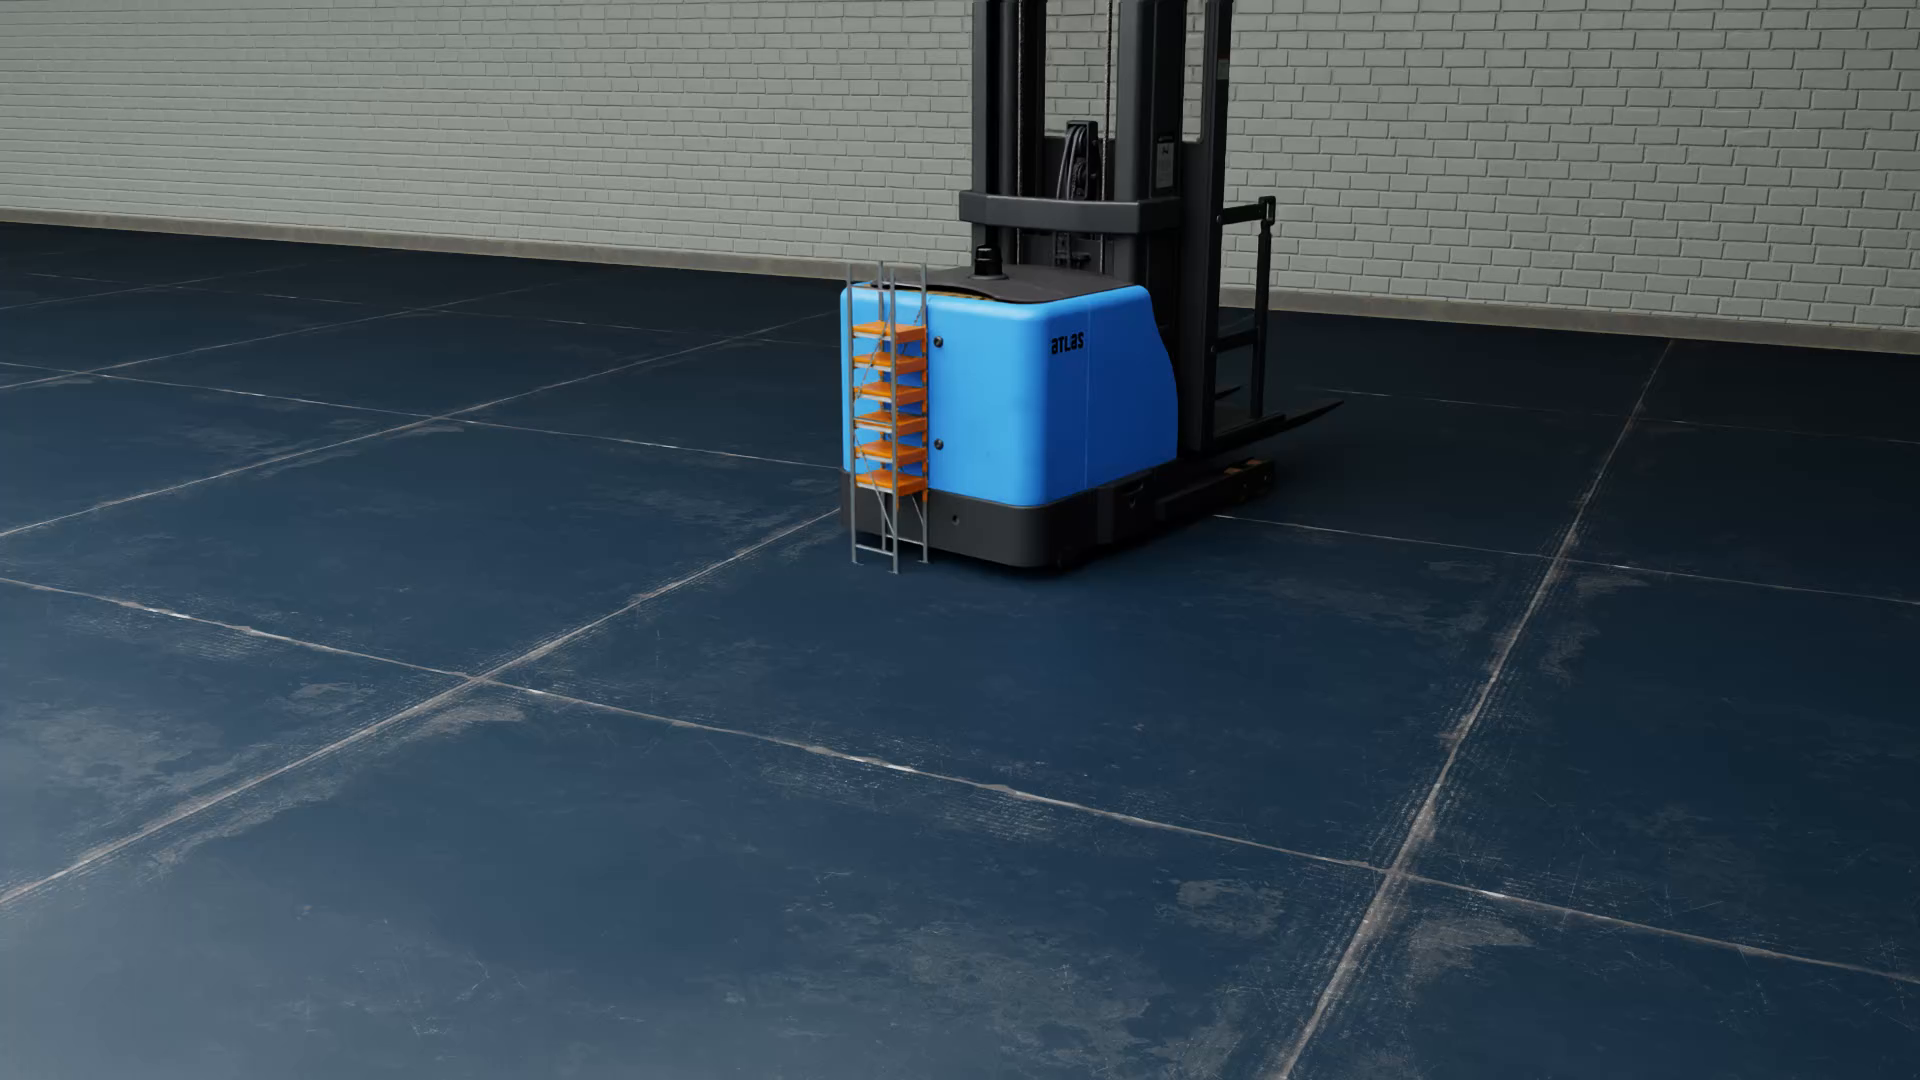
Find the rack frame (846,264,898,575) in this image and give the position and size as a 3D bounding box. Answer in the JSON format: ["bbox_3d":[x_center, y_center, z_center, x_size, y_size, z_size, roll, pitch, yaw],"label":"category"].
[{"bbox_3d":[-0.339,-0.458,6.458,0.240,1.200,0.006,13,21,37],"label":"rack frame"}]

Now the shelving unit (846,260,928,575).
[{"bbox_3d":[-0.282,-0.478,6.527,0.258,1.200,0.189,13,21,37],"label":"shelving unit"}]

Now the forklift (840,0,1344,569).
[{"bbox_3d":[0.809,-1.648,7.424,1.130,2.935,3.031,13,21,37],"label":"forklift"}]

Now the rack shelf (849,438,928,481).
[{"bbox_3d":[-0.282,-0.321,6.574,0.258,0.103,0.180,13,21,37],"label":"rack shelf"}]

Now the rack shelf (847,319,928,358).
[{"bbox_3d":[-0.282,-0.781,6.437,0.258,0.103,0.180,13,21,37],"label":"rack shelf"}]

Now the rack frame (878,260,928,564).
[{"bbox_3d":[-0.225,-0.499,6.596,0.240,1.200,0.006,13,21,37],"label":"rack frame"}]

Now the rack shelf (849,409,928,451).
[{"bbox_3d":[-0.282,-0.436,6.540,0.258,0.103,0.180,13,21,37],"label":"rack shelf"}]

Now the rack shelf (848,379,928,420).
[{"bbox_3d":[-0.282,-0.551,6.506,0.258,0.103,0.180,13,21,37],"label":"rack shelf"}]

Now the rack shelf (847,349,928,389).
[{"bbox_3d":[-0.282,-0.666,6.471,0.258,0.103,0.180,13,21,37],"label":"rack shelf"}]

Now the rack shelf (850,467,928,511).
[{"bbox_3d":[-0.282,-0.206,6.608,0.258,0.103,0.180,13,21,37],"label":"rack shelf"}]
